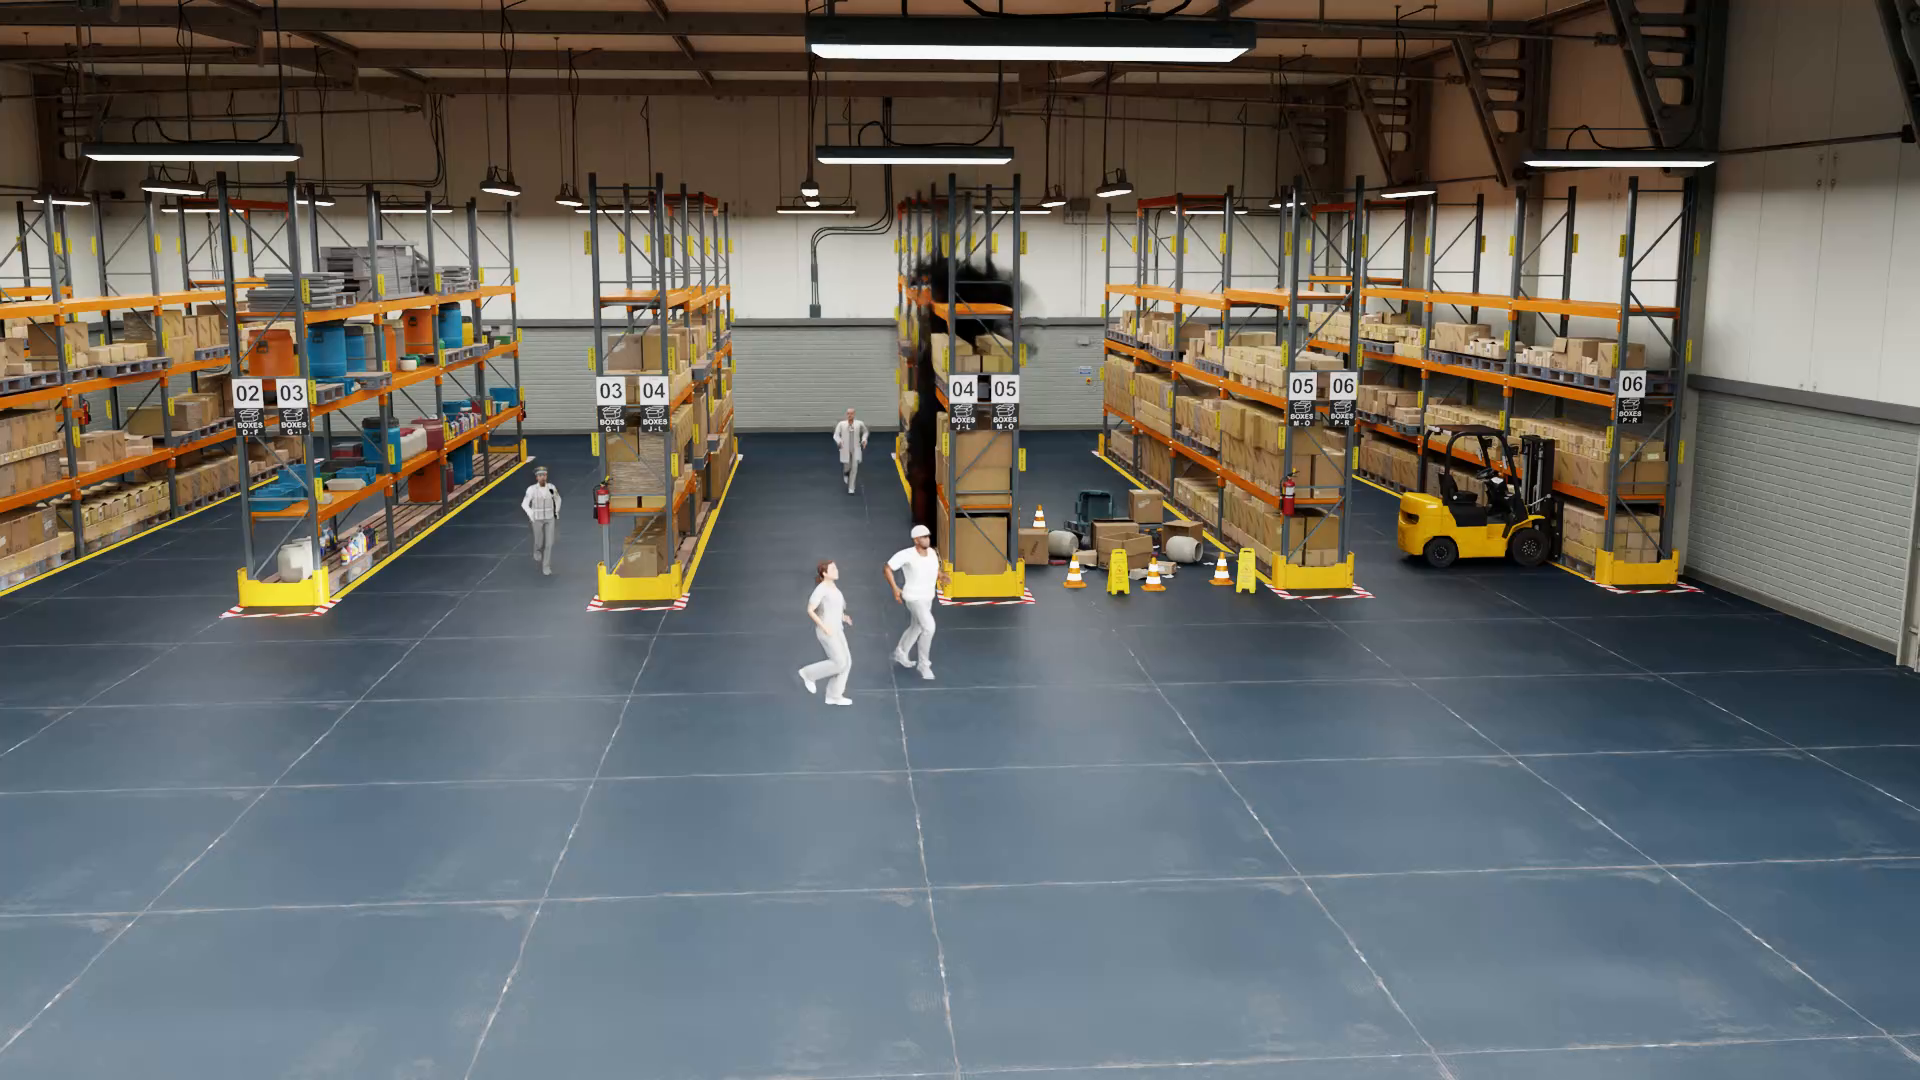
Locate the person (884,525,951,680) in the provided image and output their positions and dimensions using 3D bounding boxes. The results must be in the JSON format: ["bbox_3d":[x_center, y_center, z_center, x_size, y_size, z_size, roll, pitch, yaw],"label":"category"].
[{"bbox_3d":[-0.478,0.721,19.621,0.777,1.829,0.678,7,12,33],"label":"person"}]

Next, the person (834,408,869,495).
[{"bbox_3d":[-2.218,-1.821,34.082,0.724,1.747,0.890,-1,10,-5],"label":"person"}]

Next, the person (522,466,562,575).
[{"bbox_3d":[-6.468,-0.322,25.819,0.619,1.676,0.701,-4,11,-23],"label":"person"}]

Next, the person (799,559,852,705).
[{"bbox_3d":[-1.471,1.010,18.309,0.597,1.623,0.580,3,10,17],"label":"person"}]
